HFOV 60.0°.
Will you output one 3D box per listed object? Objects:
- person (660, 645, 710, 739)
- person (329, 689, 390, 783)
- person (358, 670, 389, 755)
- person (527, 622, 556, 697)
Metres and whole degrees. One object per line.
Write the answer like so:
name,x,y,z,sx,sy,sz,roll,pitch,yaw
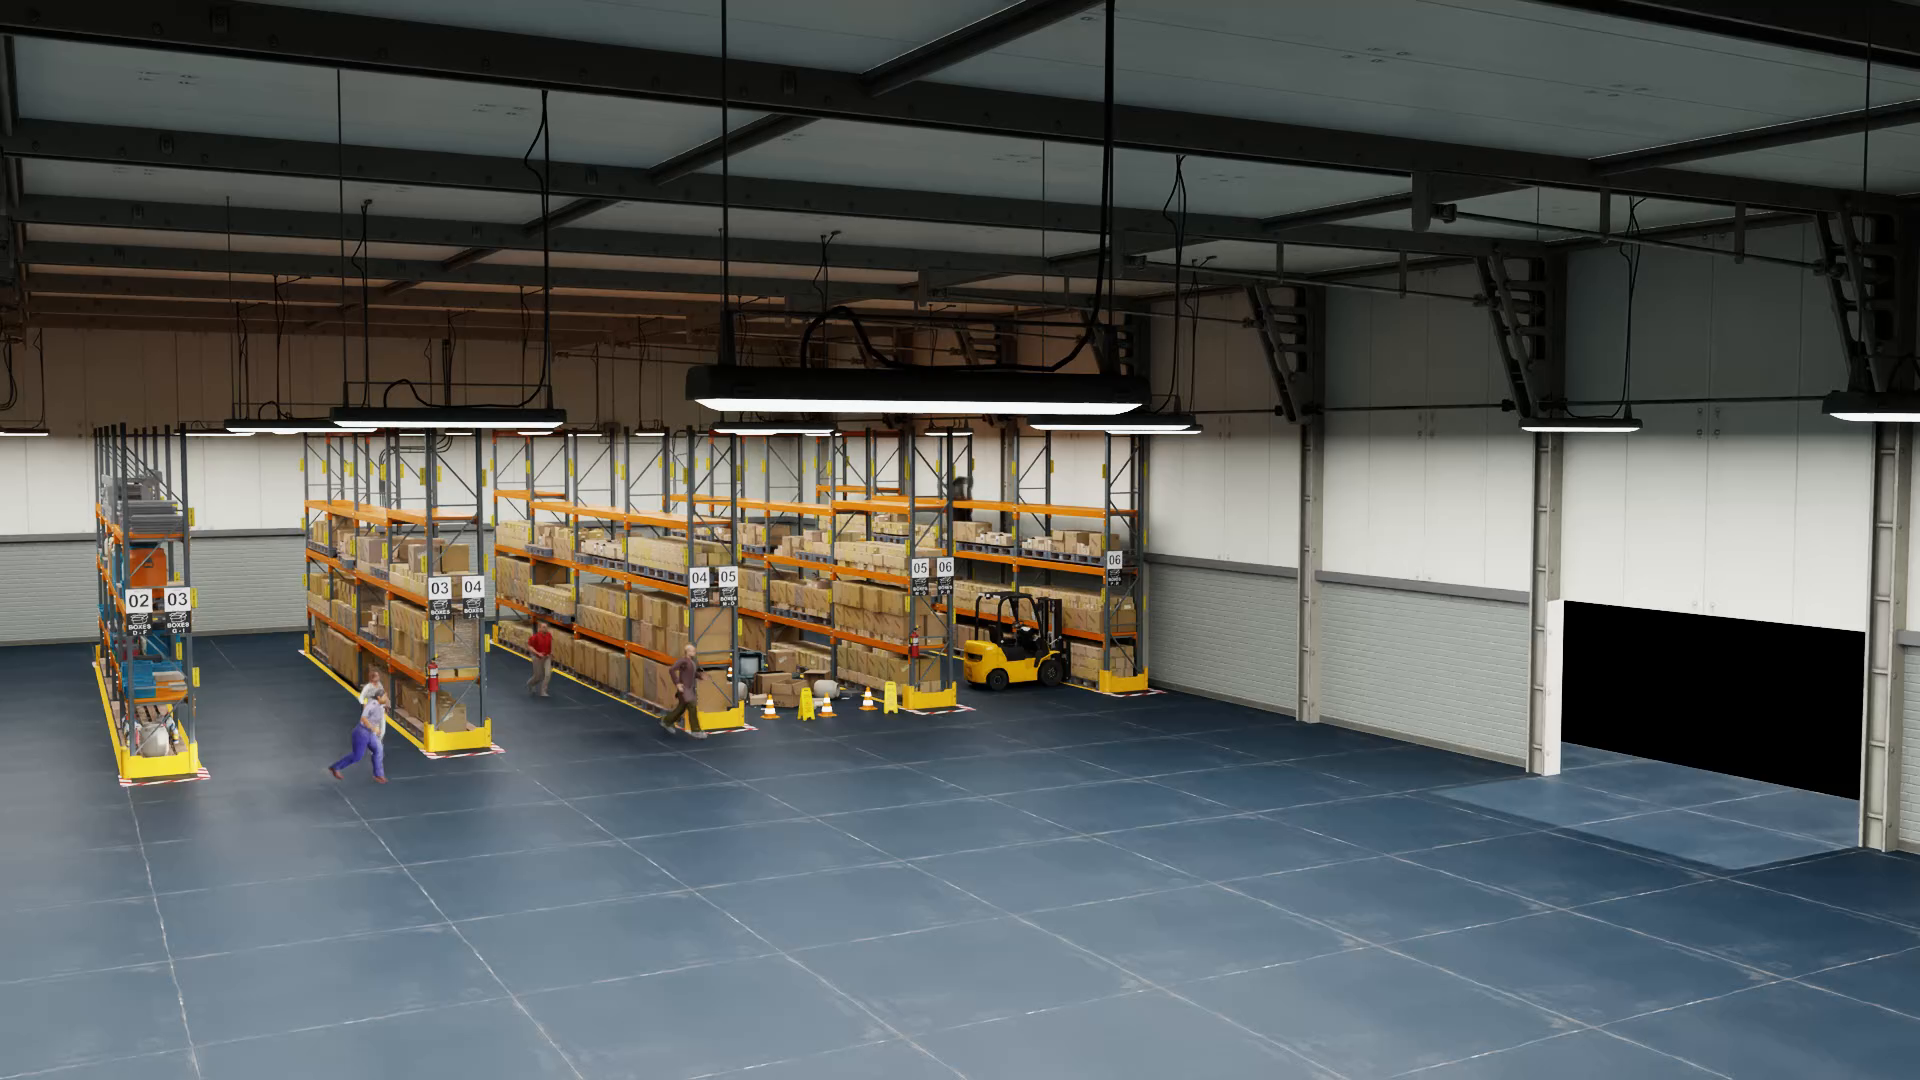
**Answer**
person,-5.299,2.896,31.909,1.034,1.786,0.667,1,4,10
person,-9.998,3.286,27.674,0.973,1.611,0.640,-1,4,-12
person,-10.667,3.128,30.152,0.585,1.548,0.546,2,4,31
person,-9.357,2.657,37.023,0.659,1.677,0.775,-3,5,-43
